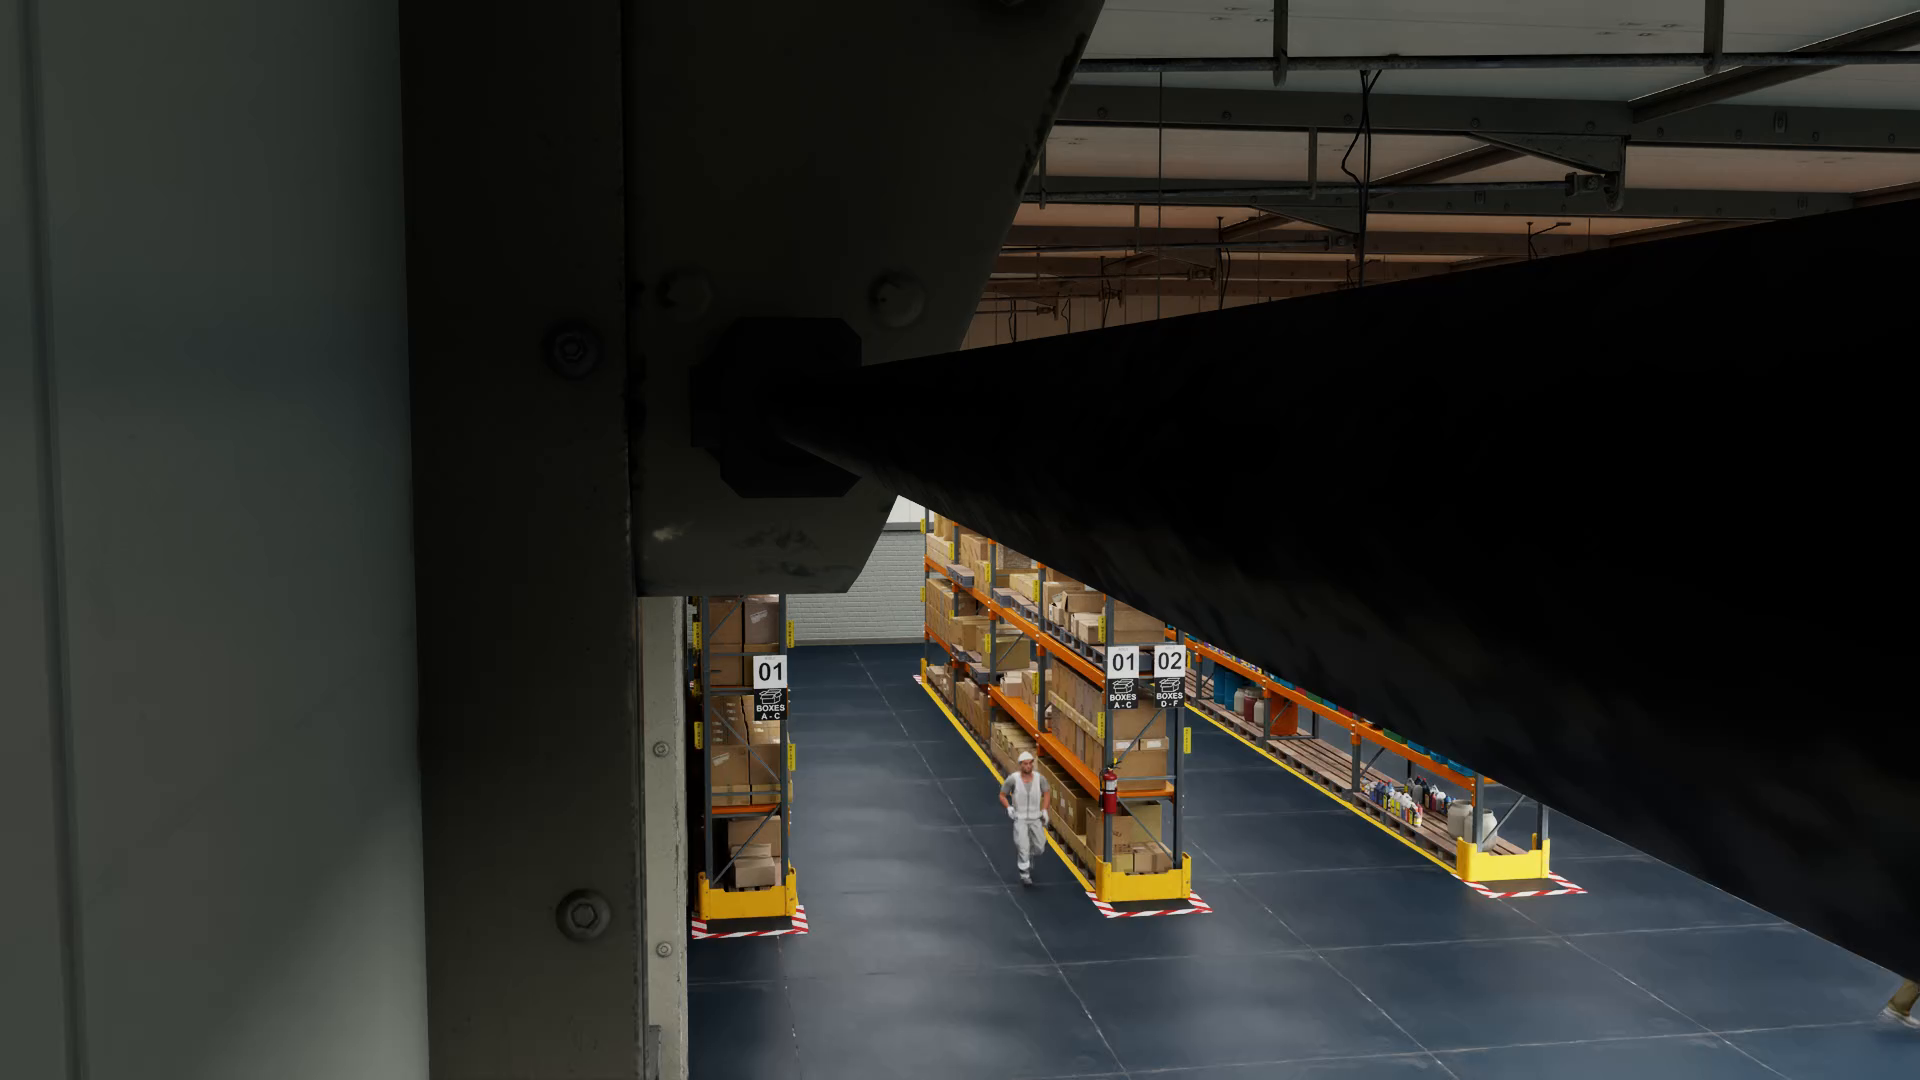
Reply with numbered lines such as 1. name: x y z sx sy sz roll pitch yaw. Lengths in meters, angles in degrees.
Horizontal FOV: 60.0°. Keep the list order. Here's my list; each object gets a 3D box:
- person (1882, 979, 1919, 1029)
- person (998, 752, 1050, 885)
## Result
1. person: 9.590 3.997 16.304 0.908 1.833 0.678 1 5 8
2. person: 0.841 3.586 21.449 0.687 1.750 0.635 -1 5 -11
